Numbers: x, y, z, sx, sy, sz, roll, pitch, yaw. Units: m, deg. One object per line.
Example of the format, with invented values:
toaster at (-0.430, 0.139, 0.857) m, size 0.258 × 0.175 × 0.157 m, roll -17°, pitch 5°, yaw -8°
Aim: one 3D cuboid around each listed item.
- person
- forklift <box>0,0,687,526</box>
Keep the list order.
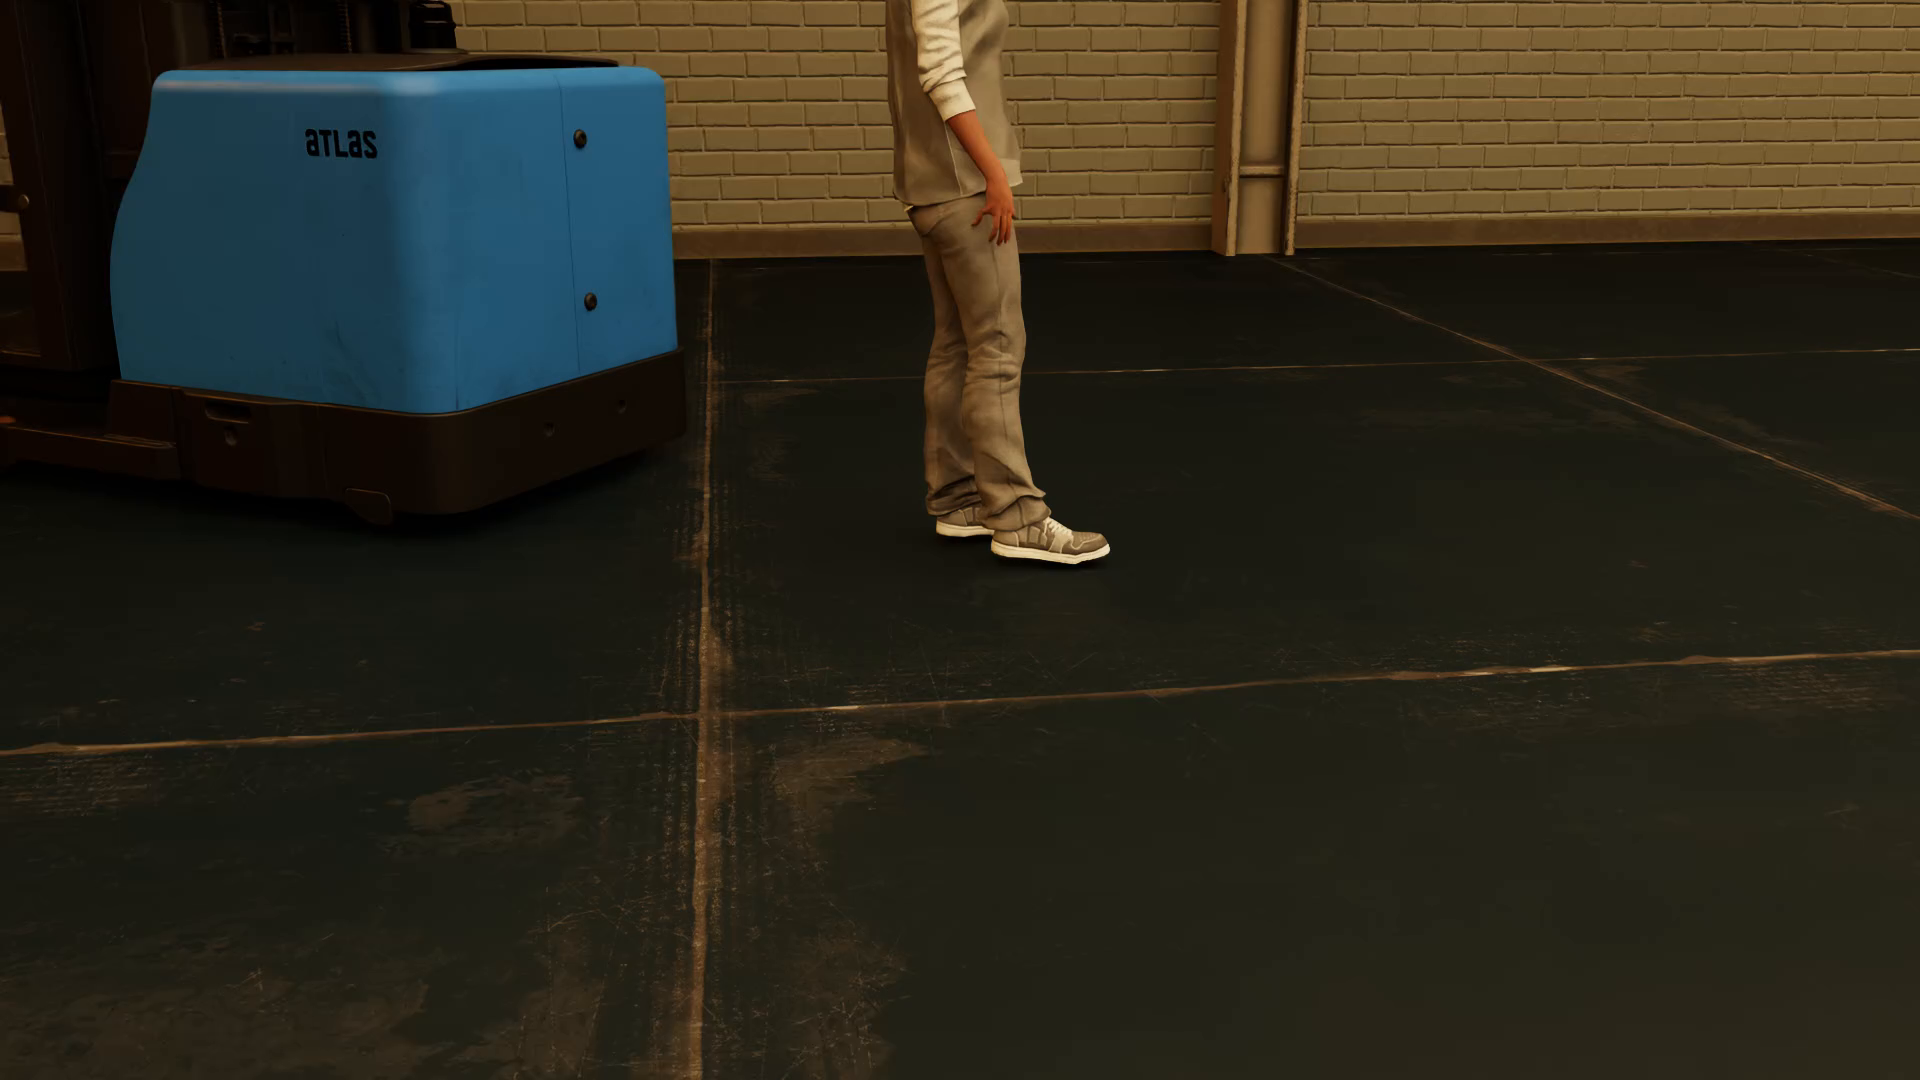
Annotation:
person at (0.075, -0.764, 3.732) m, size 0.475 × 1.582 × 0.521 m, roll -2°, pitch 17°, yaw -8°
forklift at (-2.337, -1.704, 4.541) m, size 3.031 × 2.935 × 1.130 m, roll 8°, pitch 18°, yaw 24°
